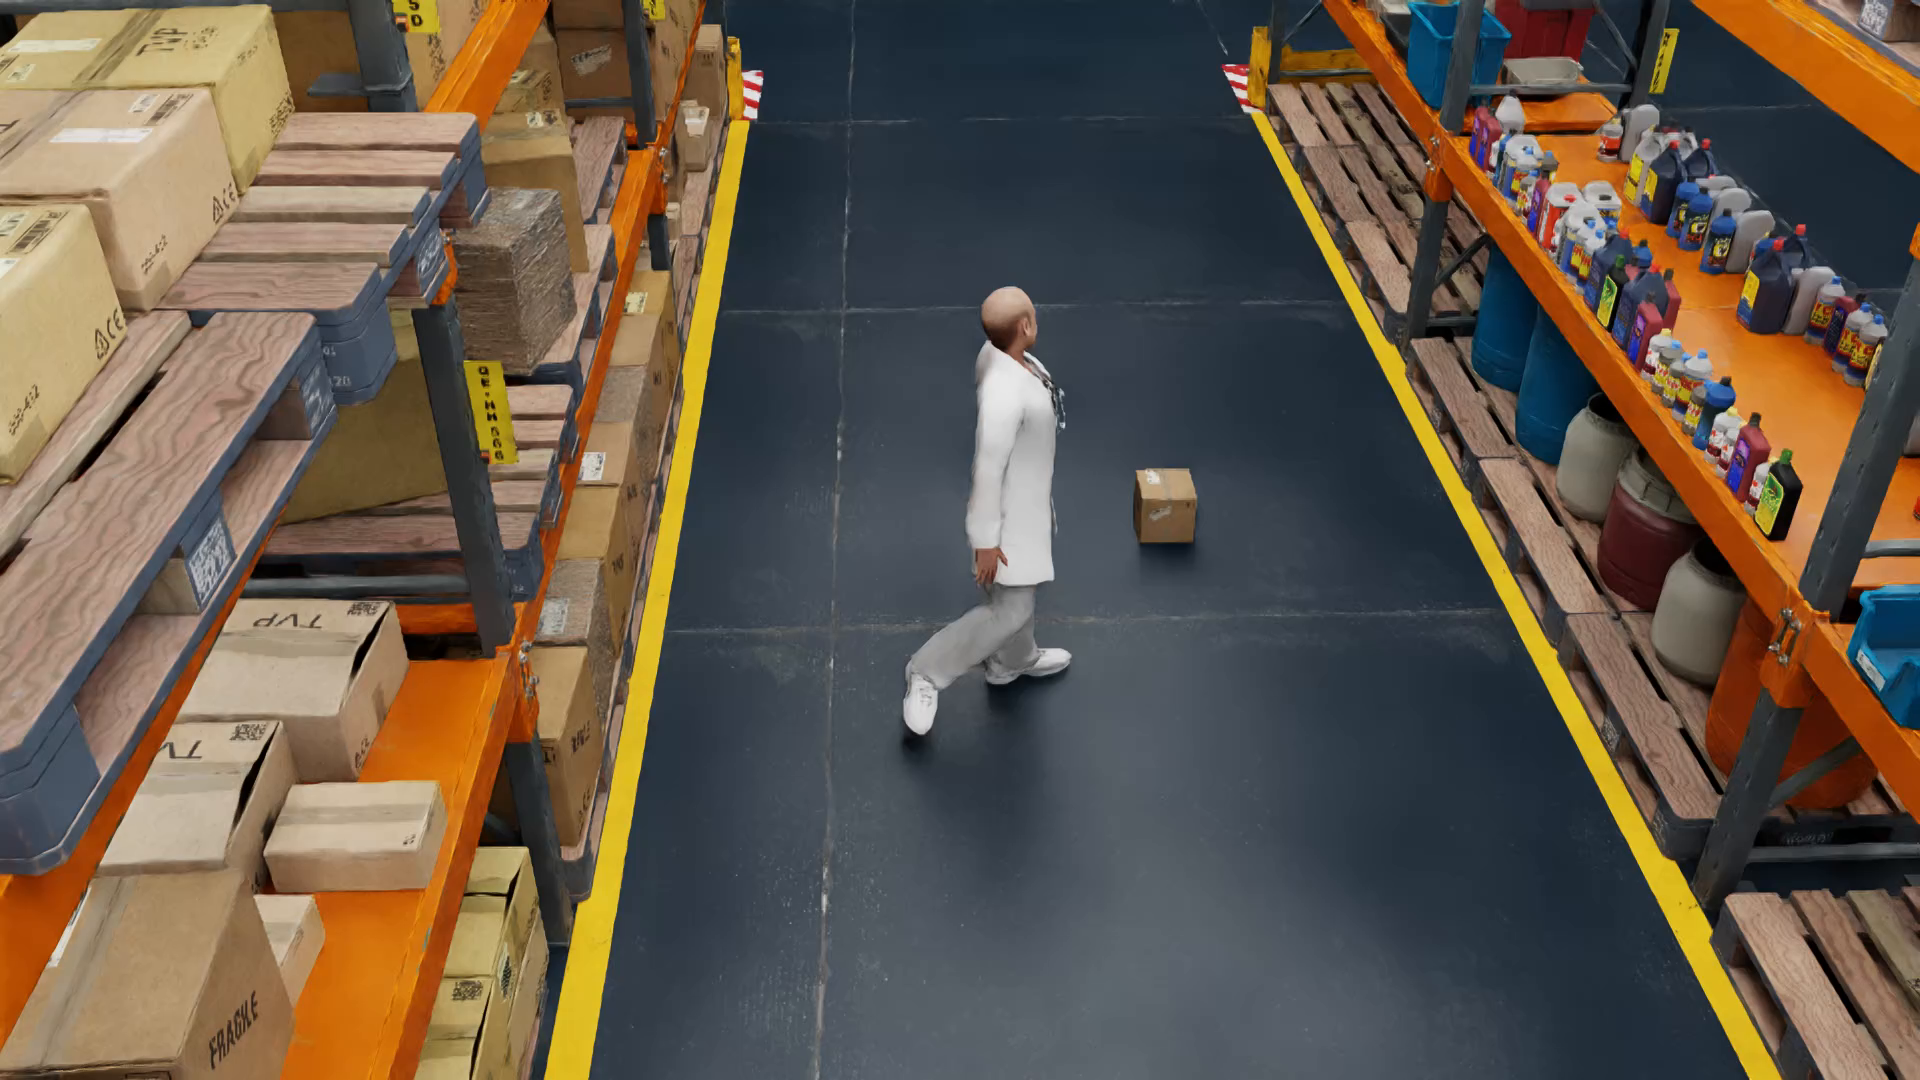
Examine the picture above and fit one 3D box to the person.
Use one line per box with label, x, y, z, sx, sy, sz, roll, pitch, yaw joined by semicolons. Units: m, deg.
person;0.120;-0.093;6.292;0.666;1.773;0.787;1;35;2
